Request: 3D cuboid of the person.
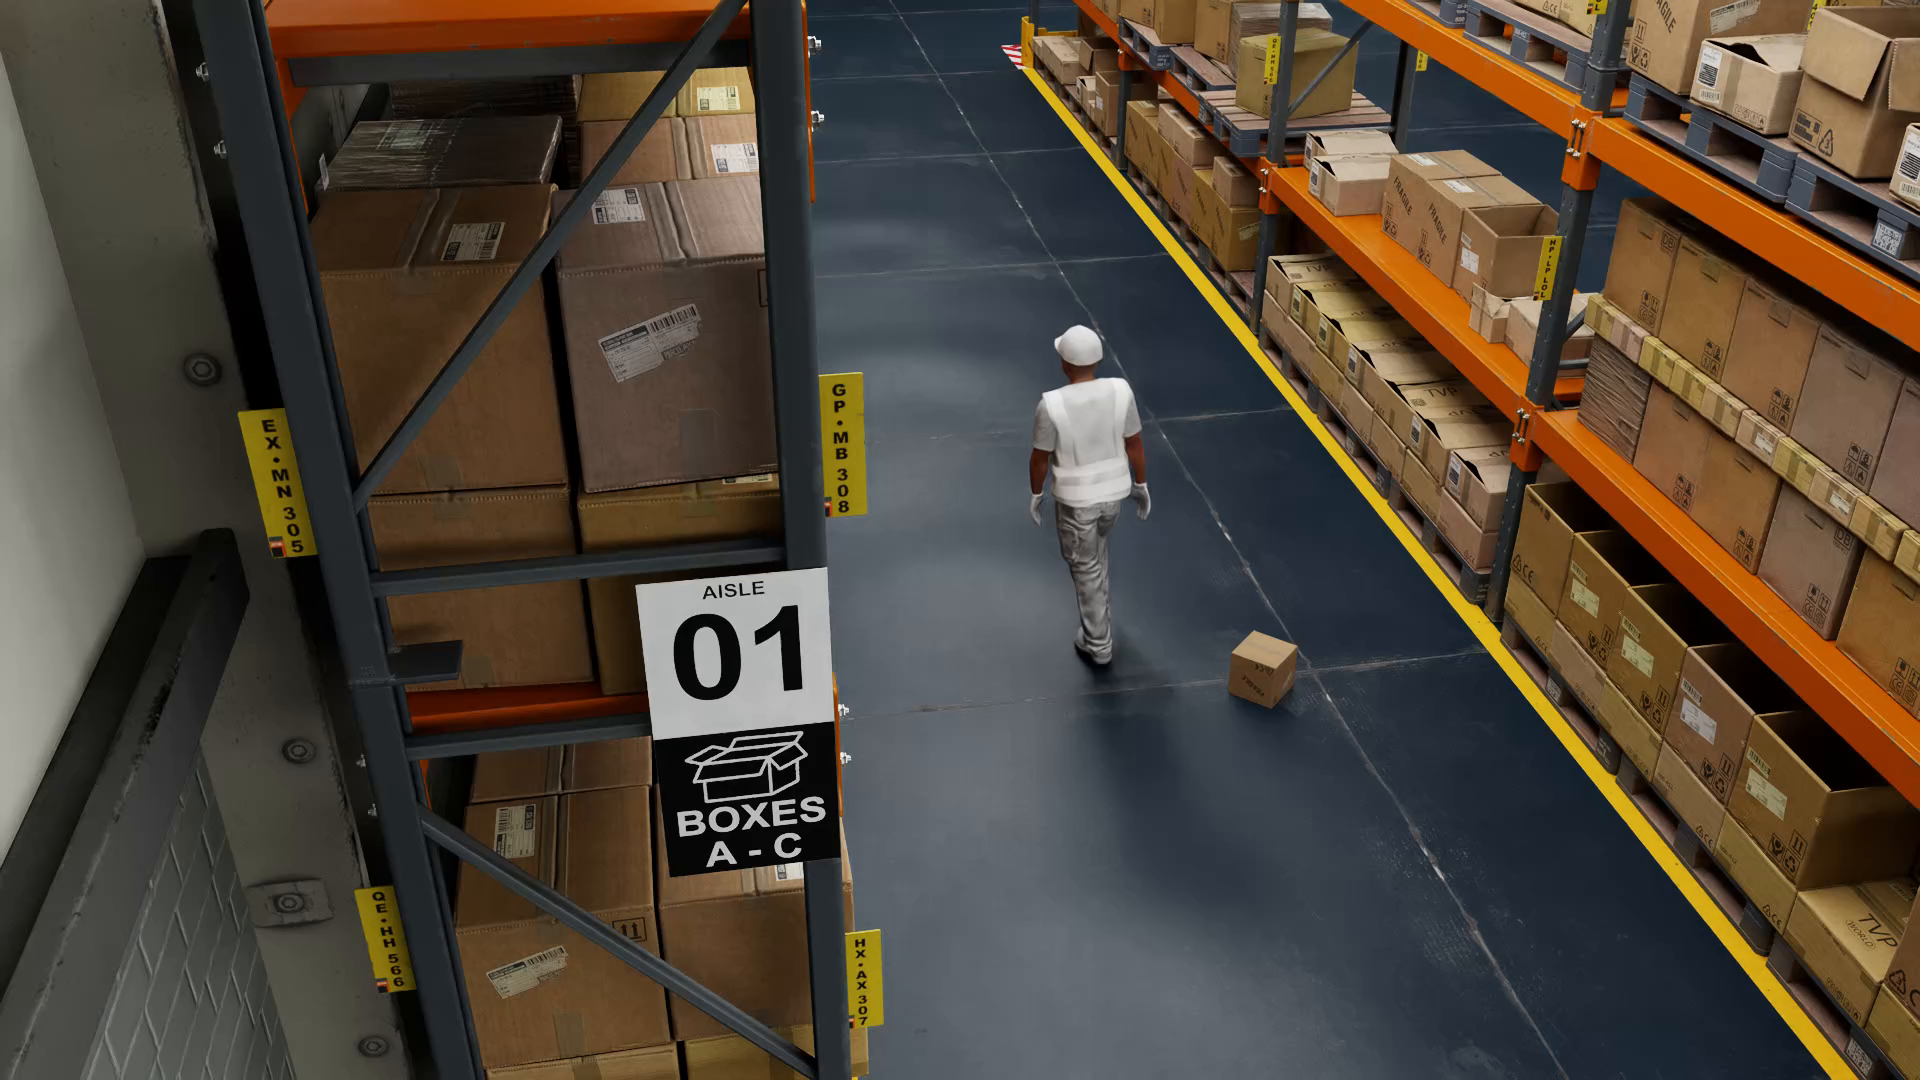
[{"bbox_3d":[0.649,-0.216,8.507,0.592,1.812,0.602,-13,33,-20],"label":"person"}]
